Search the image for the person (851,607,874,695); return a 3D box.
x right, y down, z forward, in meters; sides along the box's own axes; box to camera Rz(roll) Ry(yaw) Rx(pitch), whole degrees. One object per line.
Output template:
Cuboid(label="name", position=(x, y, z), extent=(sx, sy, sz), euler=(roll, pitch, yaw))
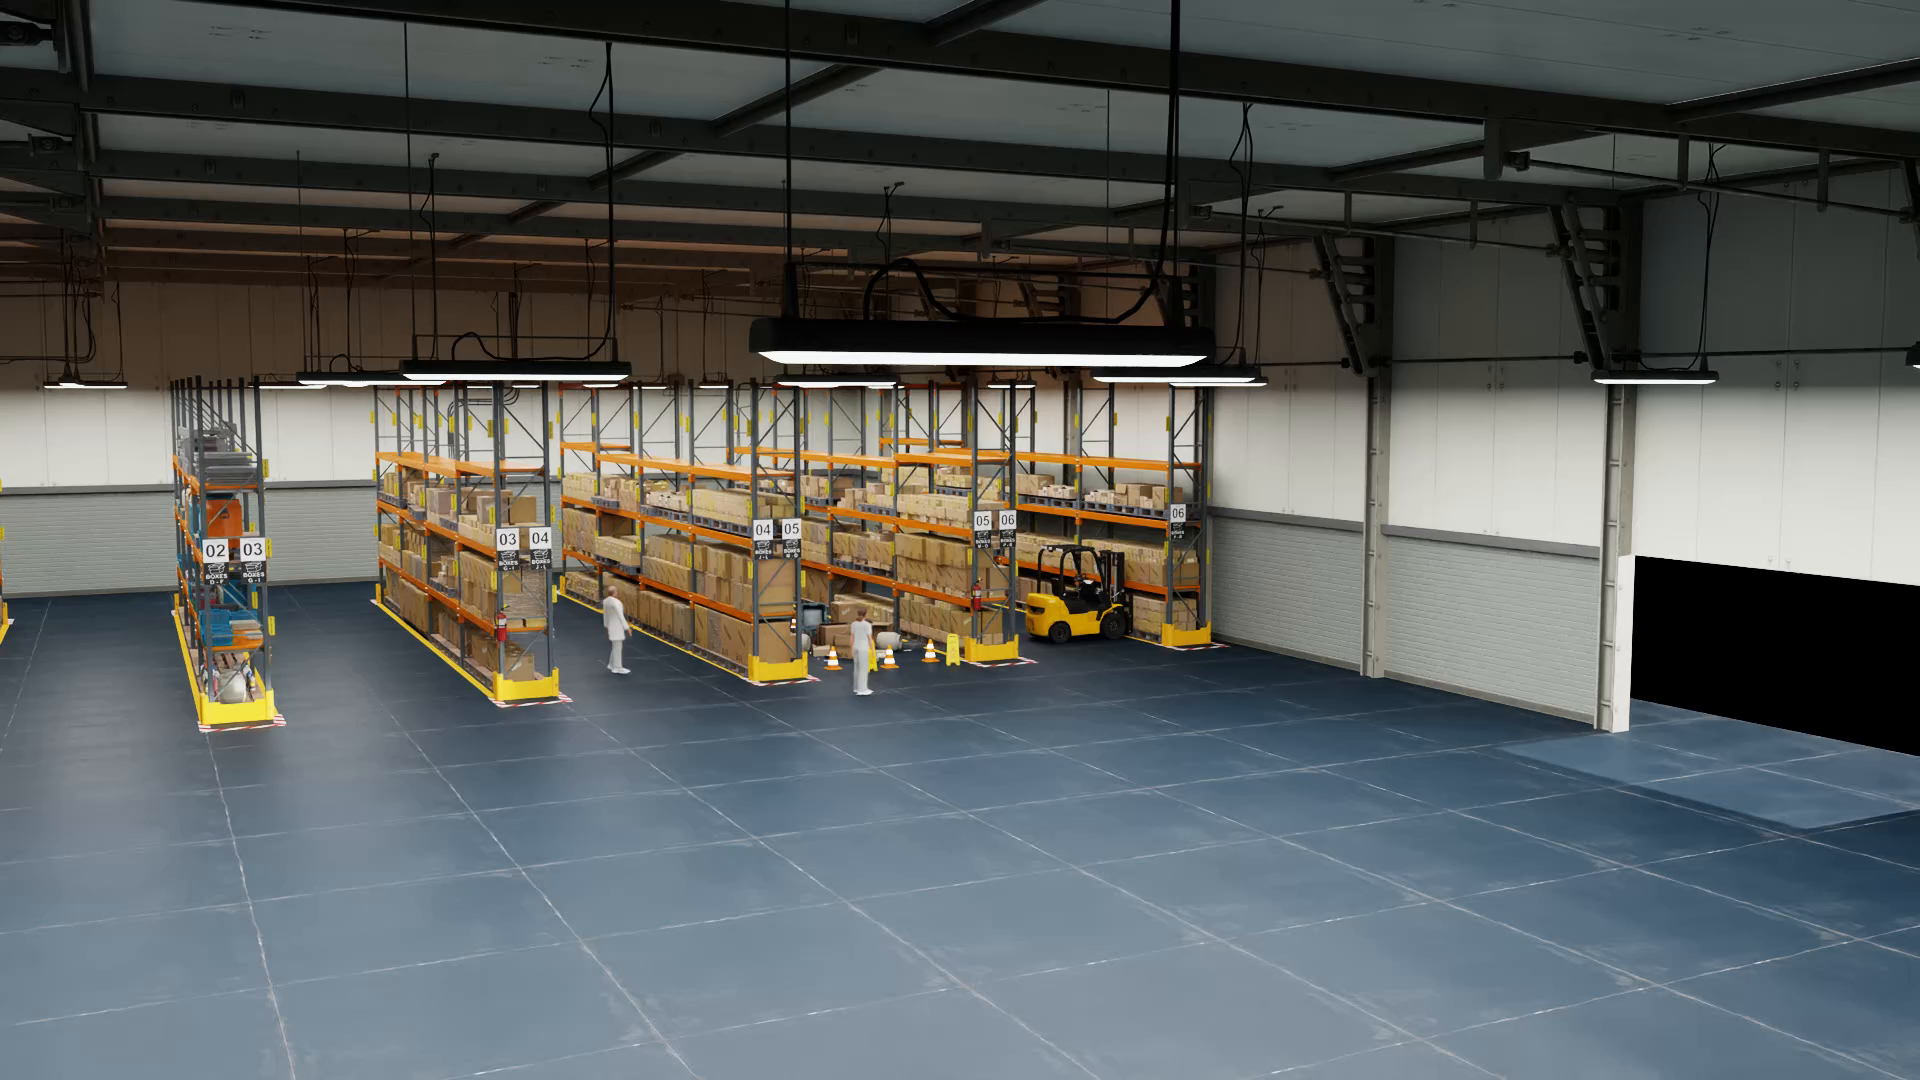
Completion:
Cuboid(label="person", position=(-1.826, 2.094, 31.538), extent=(0.397, 1.676, 0.503), euler=(-5, 7, -42))

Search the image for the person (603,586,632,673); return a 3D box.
Cuboid(label="person", position=(-6.989, 1.841, 33.937), extent=(0.543, 1.835, 0.661), euler=(-2, 5, -18))
